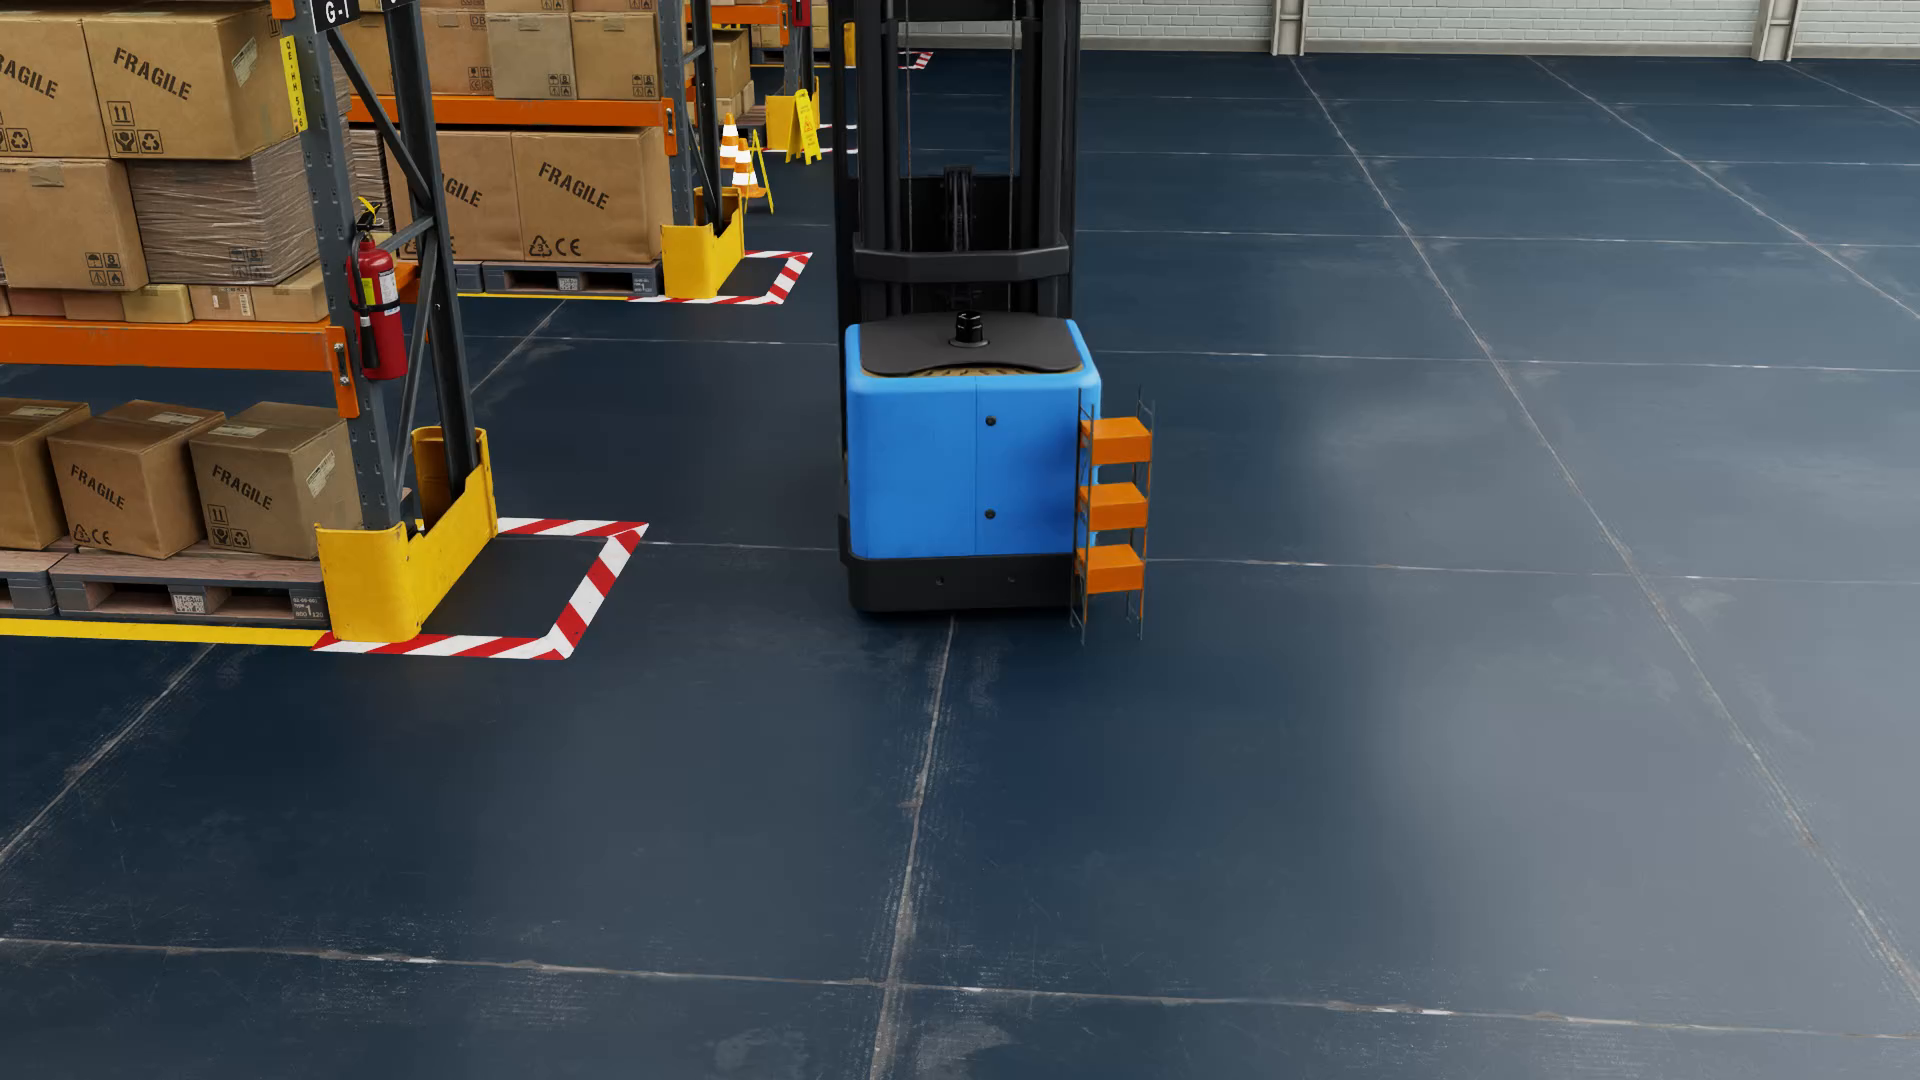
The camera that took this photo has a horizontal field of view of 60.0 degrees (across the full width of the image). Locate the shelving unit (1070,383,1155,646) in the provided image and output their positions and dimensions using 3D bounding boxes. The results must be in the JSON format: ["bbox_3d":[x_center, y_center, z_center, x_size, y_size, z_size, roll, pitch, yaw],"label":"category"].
[{"bbox_3d":[0.607,-0.094,6.694,0.252,1.050,0.215,-5,26,-11],"label":"shelving unit"}]

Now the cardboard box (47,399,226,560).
[{"bbox_3d":[-3.530,-0.271,7.238,0.500,0.500,0.500,8,26,18],"label":"cardboard box"}]

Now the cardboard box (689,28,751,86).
[{"bbox_3d":[-2.358,-4.738,16.348,0.500,0.500,0.500,1,25,2],"label":"cardboard box"}]

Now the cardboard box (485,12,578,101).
[{"bbox_3d":[-2.753,-3.317,11.191,0.550,0.550,0.875,2,25,4],"label":"cardboard box"}]

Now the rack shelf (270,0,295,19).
[{"bbox_3d":[-4.304,-2.284,6.396,4.000,0.370,1.077,2,25,4],"label":"rack shelf"}]

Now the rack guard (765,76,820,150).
[{"bbox_3d":[-1.627,-4.181,16.238,0.348,0.500,1.175,2,25,4],"label":"rack guard"}]

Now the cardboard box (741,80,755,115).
[{"bbox_3d":[-2.334,-4.397,16.504,0.500,0.250,0.500,2,25,4],"label":"cardboard box"}]

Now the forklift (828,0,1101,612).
[{"bbox_3d":[-0.042,-1.609,7.741,1.130,2.935,3.031,-2,25,-4],"label":"forklift"}]

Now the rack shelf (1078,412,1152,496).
[{"bbox_3d":[0.608,-0.341,6.578,0.240,0.259,0.215,-5,26,-11],"label":"rack shelf"}]

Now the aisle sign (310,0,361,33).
[{"bbox_3d":[-2.271,-2.238,5.914,0.004,0.787,0.394,2,25,4],"label":"aisle sign"}]

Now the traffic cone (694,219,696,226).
[{"bbox_3d":[-2.250,-2.704,13.073,0.334,0.463,0.336,2,25,4],"label":"traffic cone"}]

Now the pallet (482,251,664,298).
[{"bbox_3d":[-2.633,-1.974,11.787,1.213,0.211,1.003,2,25,4],"label":"pallet"}]

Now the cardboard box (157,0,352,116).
[{"bbox_3d":[-2.837,-1.950,6.727,0.500,0.500,0.500,2,25,4],"label":"cardboard box"}]

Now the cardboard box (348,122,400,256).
[{"bbox_3d":[-4.297,-2.525,11.688,0.875,0.875,0.875,2,25,4],"label":"cardboard box"}]

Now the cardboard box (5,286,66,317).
[{"bbox_3d":[-3.606,-1.027,6.694,0.250,0.149,0.380,2,25,4],"label":"cardboard box"}]

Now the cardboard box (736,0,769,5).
[{"bbox_3d":[-1.941,-5.123,15.595,0.250,0.149,0.380,3,25,6],"label":"cardboard box"}]

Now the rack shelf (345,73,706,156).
[{"bbox_3d":[-3.824,-2.985,11.509,4.000,0.370,1.077,2,25,4],"label":"rack shelf"}]

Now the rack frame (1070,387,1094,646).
[{"bbox_3d":[0.488,-0.084,6.671,0.008,1.050,0.200,-5,26,-11],"label":"rack frame"}]

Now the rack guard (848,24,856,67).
[{"bbox_3d":[-1.151,-6.247,20.727,0.348,0.500,1.175,2,25,4],"label":"rack guard"}]

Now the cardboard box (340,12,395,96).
[{"bbox_3d":[-3.833,-3.387,11.344,0.500,0.550,0.875,2,25,4],"label":"cardboard box"}]

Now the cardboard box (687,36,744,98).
[{"bbox_3d":[-2.370,-4.513,15.860,0.500,0.500,0.500,2,25,4],"label":"cardboard box"}]

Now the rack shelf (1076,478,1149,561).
[{"bbox_3d":[0.607,-0.084,6.698,0.240,0.259,0.215,-5,26,-11],"label":"rack shelf"}]

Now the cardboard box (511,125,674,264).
[{"bbox_3d":[-2.511,-2.467,11.563,0.875,0.875,0.875,2,25,4],"label":"cardboard box"}]

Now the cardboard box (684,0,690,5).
[{"bbox_3d":[-2.456,-5.102,15.549,0.250,0.149,0.380,1,25,3],"label":"cardboard box"}]

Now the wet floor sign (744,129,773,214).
[{"bbox_3d":[-1.649,-3.002,13.503,0.232,0.644,0.267,-2,25,-5],"label":"wet floor sign"}]

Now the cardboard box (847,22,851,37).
[{"bbox_3d":[-1.650,-6.422,20.905,0.500,0.250,0.500,2,25,4],"label":"cardboard box"}]

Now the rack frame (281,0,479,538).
[{"bbox_3d":[-2.310,-1.184,6.734,0.127,3.000,1.000,2,25,4],"label":"rack frame"}]

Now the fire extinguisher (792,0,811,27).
[{"bbox_3d":[-1.472,-5.083,15.301,0.183,0.674,0.296,2,25,4],"label":"fire extinguisher"}]

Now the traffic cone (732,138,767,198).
[{"bbox_3d":[-1.825,-3.164,14.073,0.334,0.463,0.336,2,25,4],"label":"traffic cone"}]

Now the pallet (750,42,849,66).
[{"bbox_3d":[-1.941,-6.123,20.805,1.213,0.211,1.003,2,25,4],"label":"pallet"}]

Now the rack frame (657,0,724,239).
[{"bbox_3d":[-1.829,-3.248,11.220,0.127,3.000,1.000,2,25,4],"label":"rack frame"}]

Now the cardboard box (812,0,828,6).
[{"bbox_3d":[-1.658,-6.664,20.234,0.500,0.250,0.500,3,25,6],"label":"cardboard box"}]

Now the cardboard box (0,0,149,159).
[{"bbox_3d":[-3.376,-1.747,6.286,0.500,0.500,0.500,2,25,4],"label":"cardboard box"}]

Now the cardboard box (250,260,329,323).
[{"bbox_3d":[-2.610,-0.993,6.619,0.250,0.149,0.380,2,25,4],"label":"cardboard box"}]

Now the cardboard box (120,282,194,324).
[{"bbox_3d":[-3.112,-0.987,6.608,0.250,0.149,0.380,2,25,4],"label":"cardboard box"}]

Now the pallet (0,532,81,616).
[{"bbox_3d":[-4.406,0.000,7.498,1.213,0.211,1.003,2,25,4],"label":"pallet"}]

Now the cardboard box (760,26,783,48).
[{"bbox_3d":[-2.163,-6.228,20.483,0.500,0.250,0.500,2,25,4],"label":"cardboard box"}]

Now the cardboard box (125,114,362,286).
[{"bbox_3d":[-2.856,-1.393,6.714,0.500,0.500,0.875,2,25,4],"label":"cardboard box"}]

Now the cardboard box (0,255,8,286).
[{"bbox_3d":[-3.859,-1.393,6.714,0.500,0.500,0.875,2,25,4],"label":"cardboard box"}]

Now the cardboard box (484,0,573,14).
[{"bbox_3d":[-2.752,-3.814,10.978,0.550,0.550,0.875,2,25,4],"label":"cardboard box"}]

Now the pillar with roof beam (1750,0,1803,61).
[{"bbox_3d":[9.835,-8.328,15.083,0.400,9.000,9.100,2,25,4],"label":"pillar with roof beam"}]

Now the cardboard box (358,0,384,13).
[{"bbox_3d":[-3.838,-3.851,11.059,0.500,0.550,0.875,2,25,4],"label":"cardboard box"}]

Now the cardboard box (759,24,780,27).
[{"bbox_3d":[-2.183,-6.458,20.384,0.500,0.250,0.500,2,25,3],"label":"cardboard box"}]
